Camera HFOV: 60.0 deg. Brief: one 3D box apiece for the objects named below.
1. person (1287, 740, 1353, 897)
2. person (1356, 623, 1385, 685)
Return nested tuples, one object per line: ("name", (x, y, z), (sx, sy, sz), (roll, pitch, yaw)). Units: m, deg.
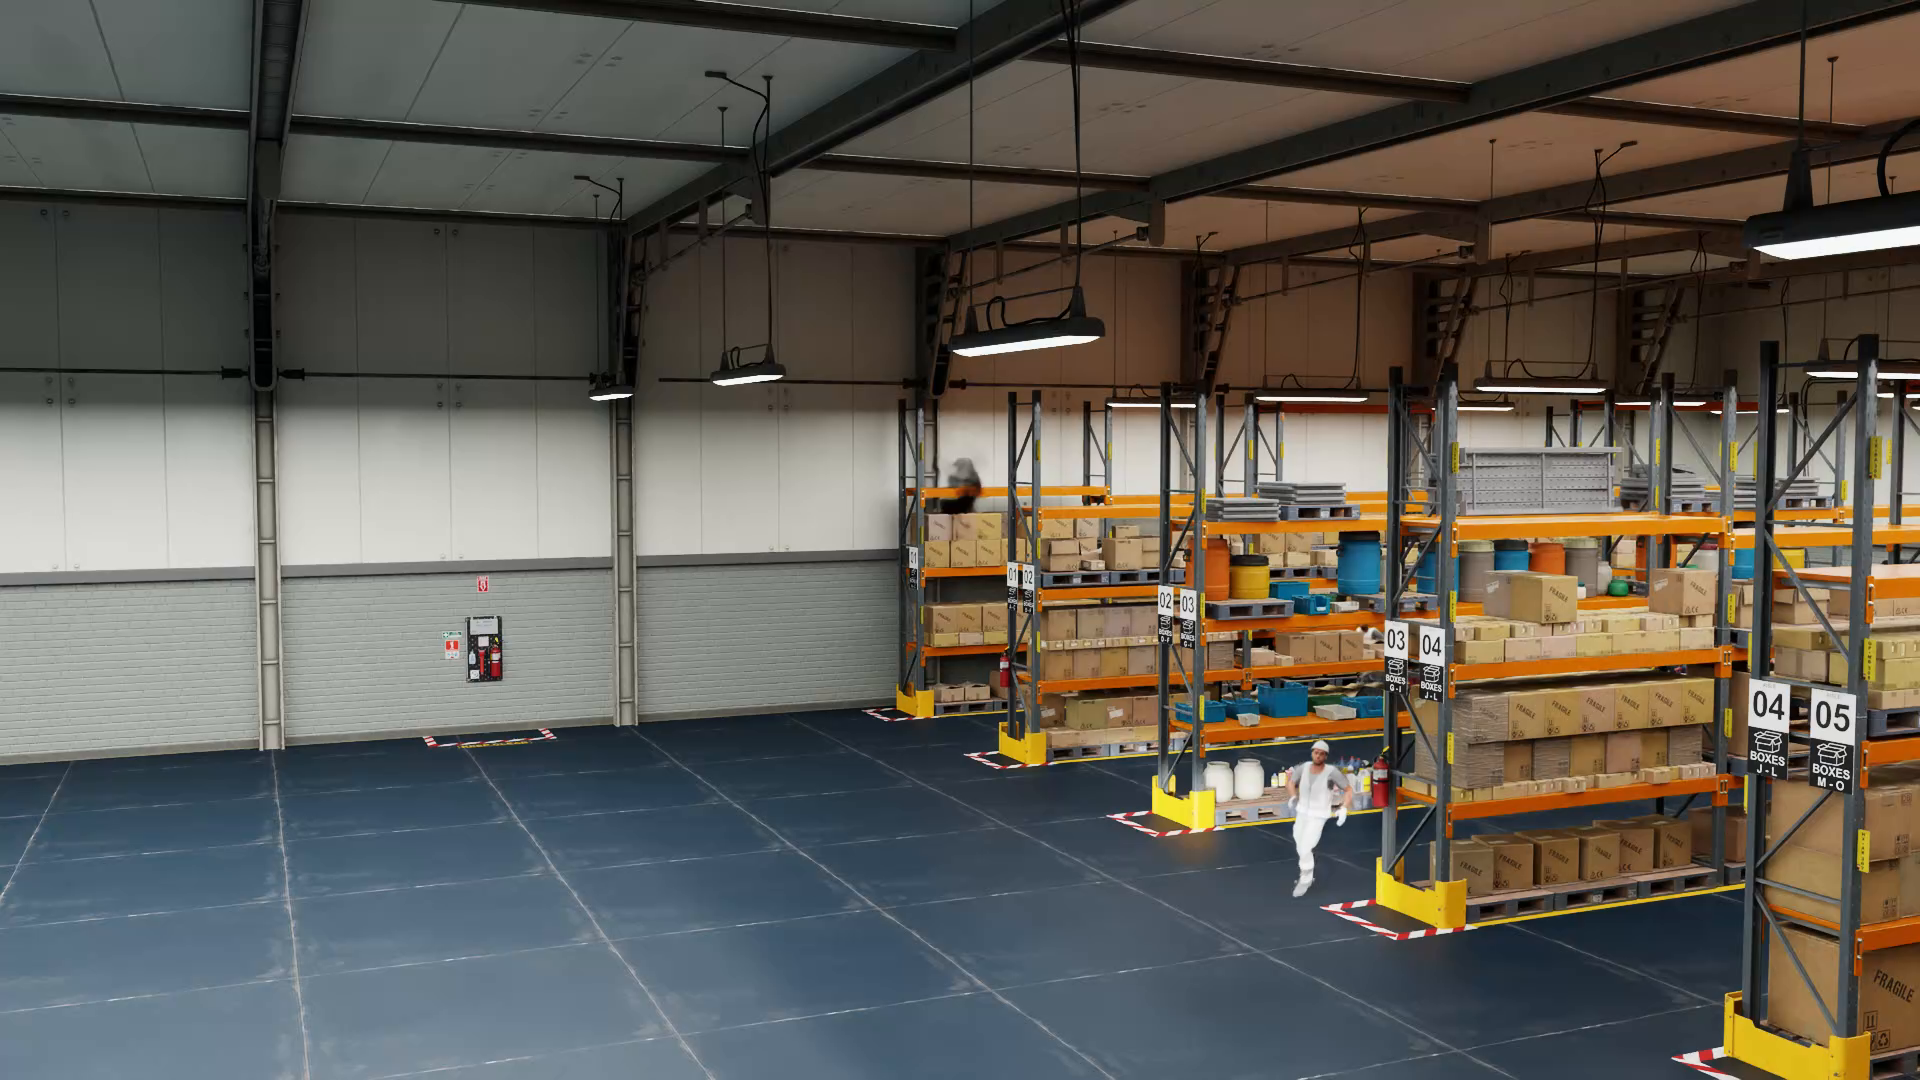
("person", (4.049, 3.172, 18.964), (0.732, 1.799, 0.633), (3, 4, 42))
("person", (8.065, 2.310, 32.869), (0.956, 1.704, 0.663), (-2, 4, -36))
